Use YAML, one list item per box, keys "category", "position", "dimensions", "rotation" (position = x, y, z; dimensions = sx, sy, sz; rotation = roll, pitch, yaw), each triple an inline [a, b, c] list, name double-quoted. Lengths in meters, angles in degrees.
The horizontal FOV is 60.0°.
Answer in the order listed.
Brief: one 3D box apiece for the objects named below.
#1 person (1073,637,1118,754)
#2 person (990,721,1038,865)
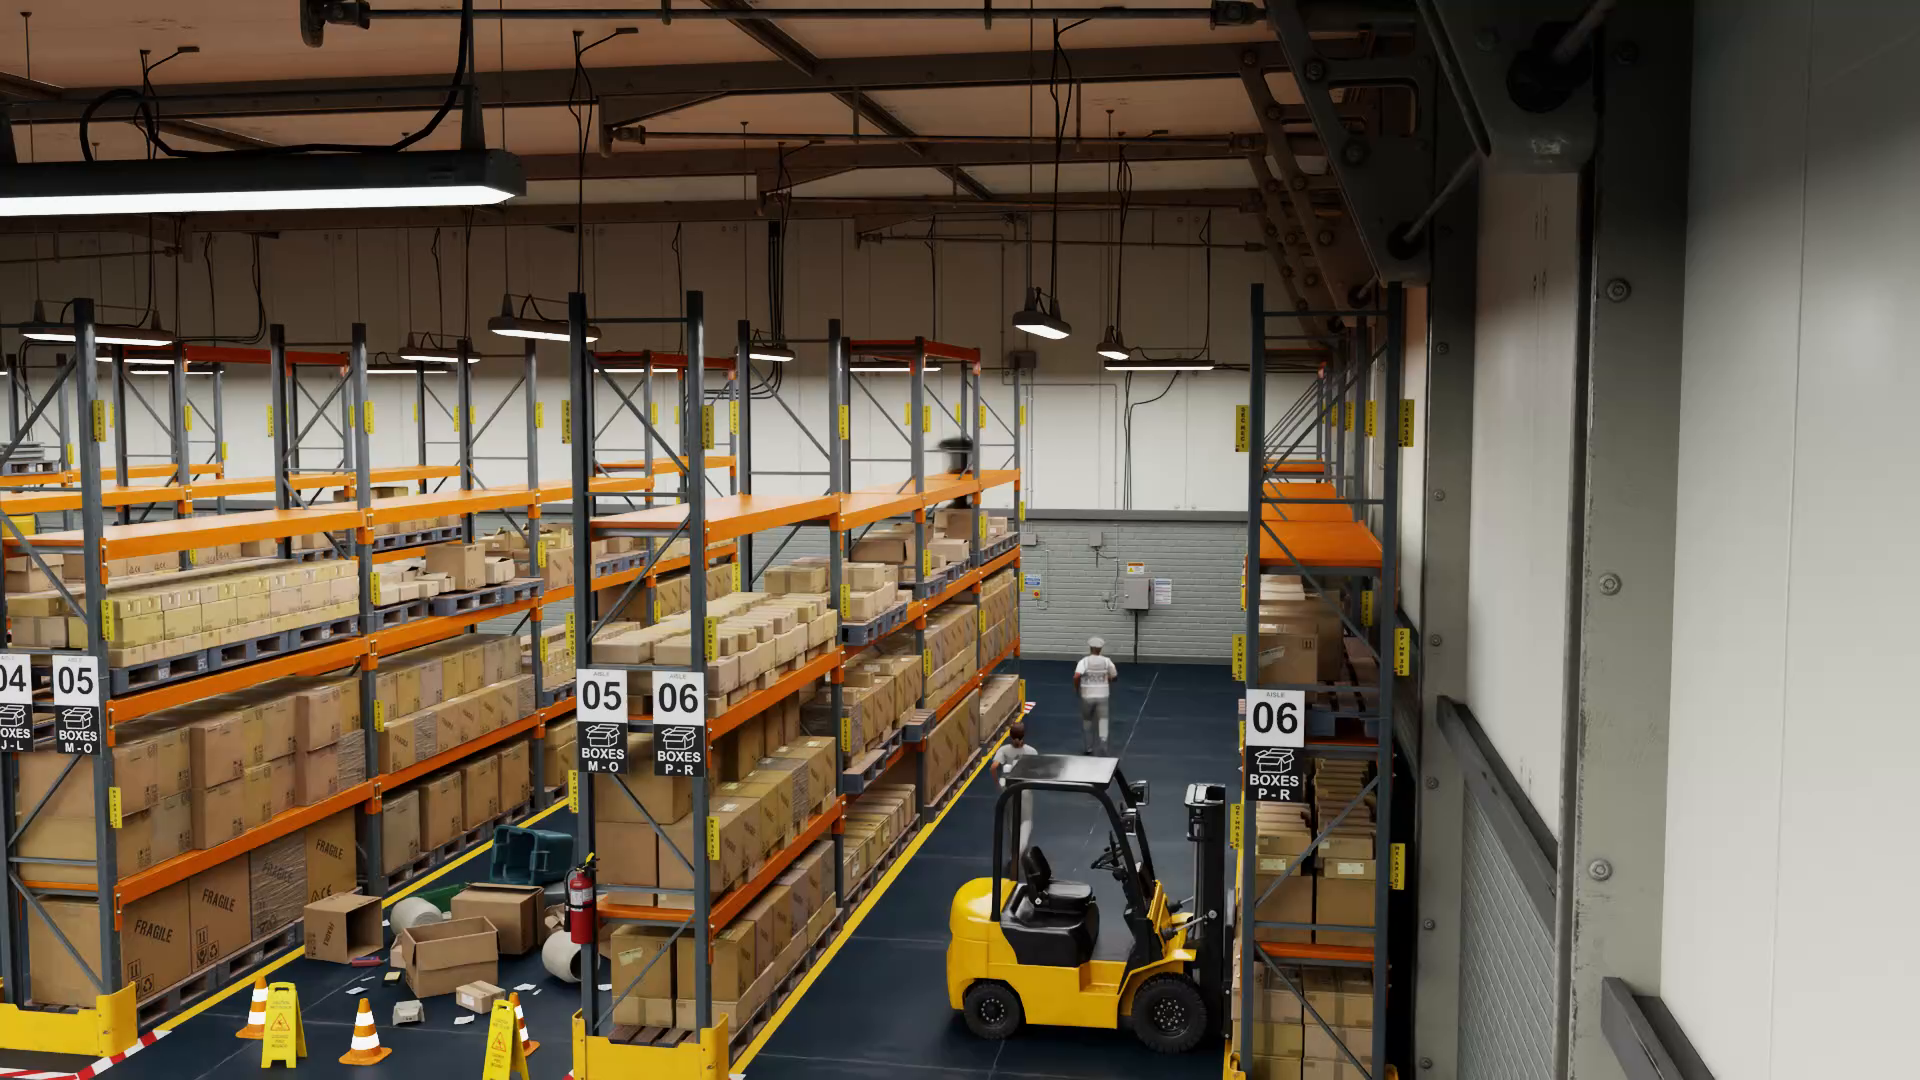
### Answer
- category: "person"
  position: [1.996, 2.301, 24.572]
  dimensions: [0.669, 1.751, 0.926]
  rotation: [0, 5, -1]
- category: "person"
  position: [0.634, 2.838, 18.605]
  dimensions: [0.574, 1.643, 0.903]
  rotation: [1, 5, 8]
